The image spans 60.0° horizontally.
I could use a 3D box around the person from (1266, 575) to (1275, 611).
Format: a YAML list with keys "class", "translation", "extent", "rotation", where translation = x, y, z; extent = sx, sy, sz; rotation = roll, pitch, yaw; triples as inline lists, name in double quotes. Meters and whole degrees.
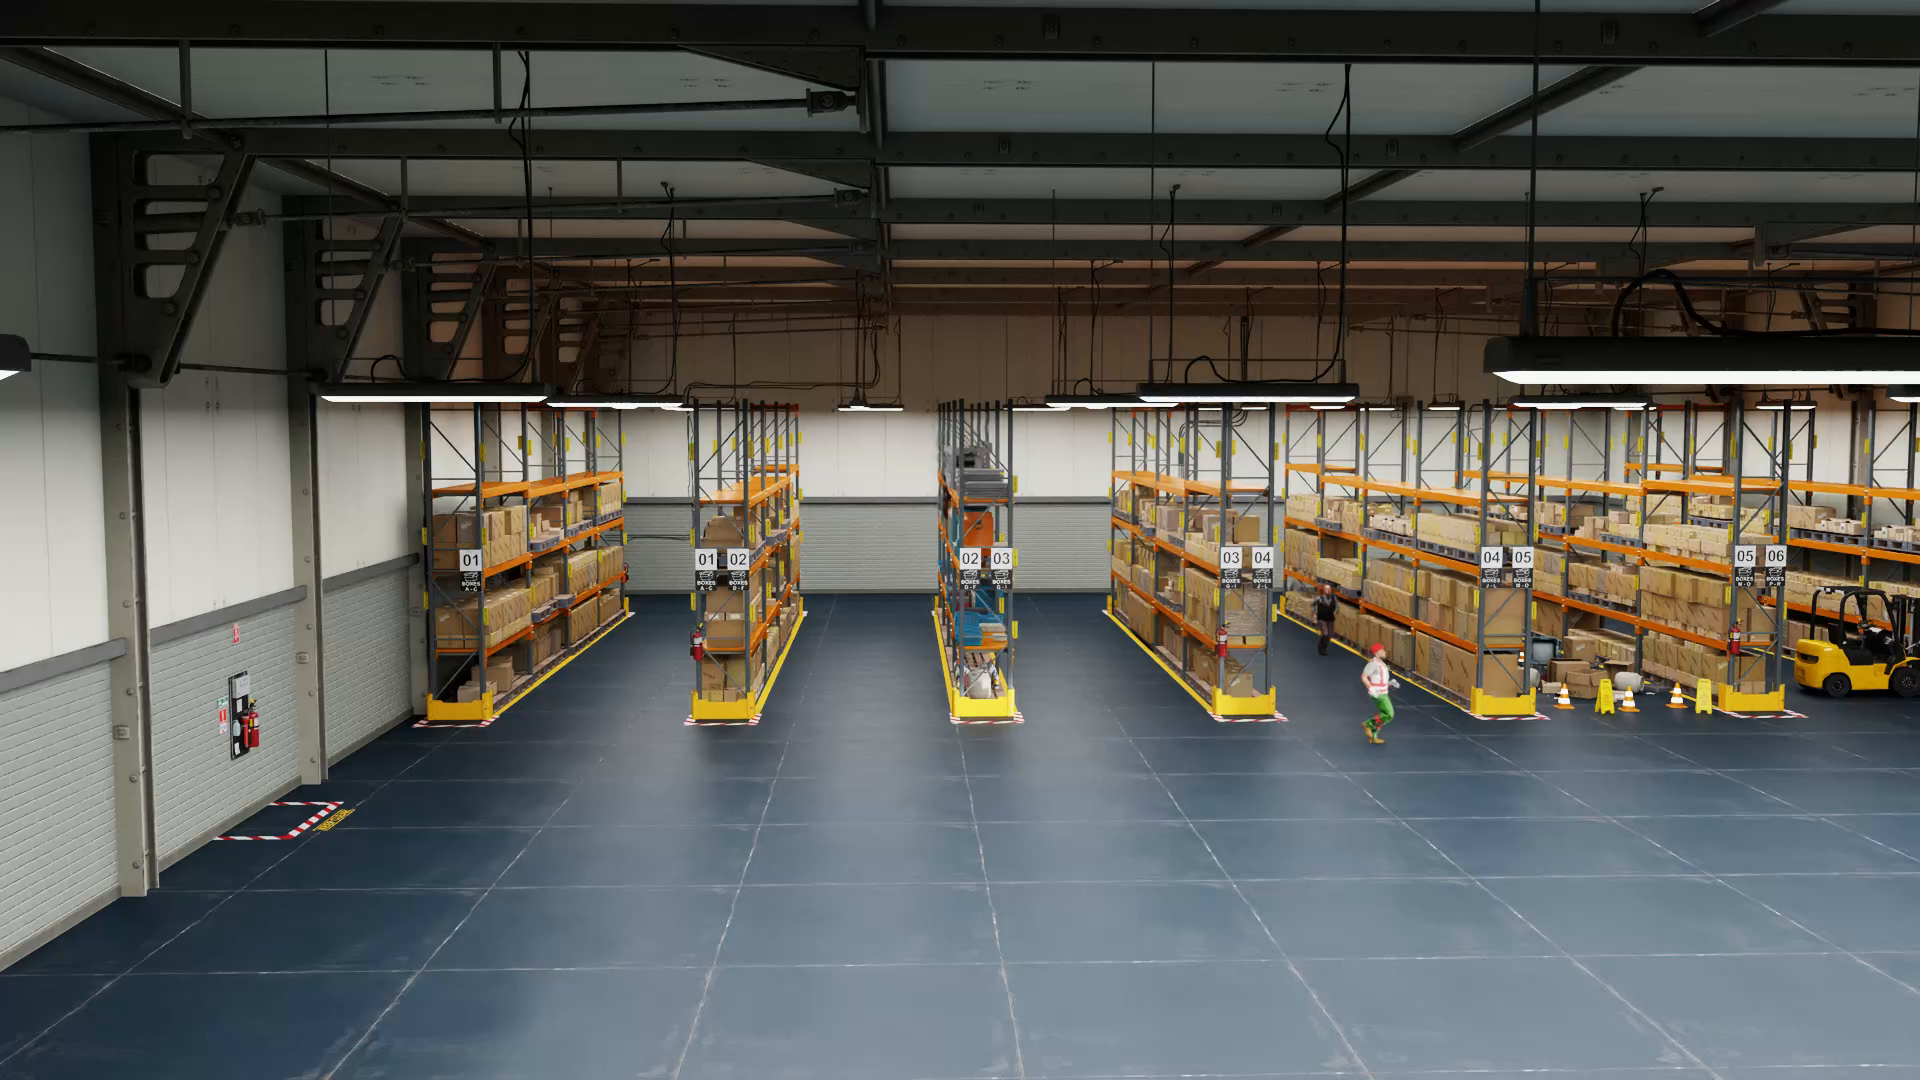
- class: "person"
  translation: [8.160, 1.478, 45.079]
  extent: [0.709, 1.707, 0.978]
  rotation: [-1, 4, -11]

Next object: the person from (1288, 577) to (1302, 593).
- class: "person"
  translation: [9.977, 1.244, 48.979]
  extent: [0.731, 1.575, 0.579]
  rotation: [0, 4, -6]

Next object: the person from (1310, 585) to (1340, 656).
- class: "person"
  translation: [8.613, 1.897, 39.107]
  extent: [0.630, 1.677, 0.733]
  rotation: [-1, 4, -8]

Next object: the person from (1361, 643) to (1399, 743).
- class: "person"
  translation: [7.291, 2.662, 28.799]
  extent: [0.583, 1.738, 0.651]
  rotation: [2, 5, 29]
